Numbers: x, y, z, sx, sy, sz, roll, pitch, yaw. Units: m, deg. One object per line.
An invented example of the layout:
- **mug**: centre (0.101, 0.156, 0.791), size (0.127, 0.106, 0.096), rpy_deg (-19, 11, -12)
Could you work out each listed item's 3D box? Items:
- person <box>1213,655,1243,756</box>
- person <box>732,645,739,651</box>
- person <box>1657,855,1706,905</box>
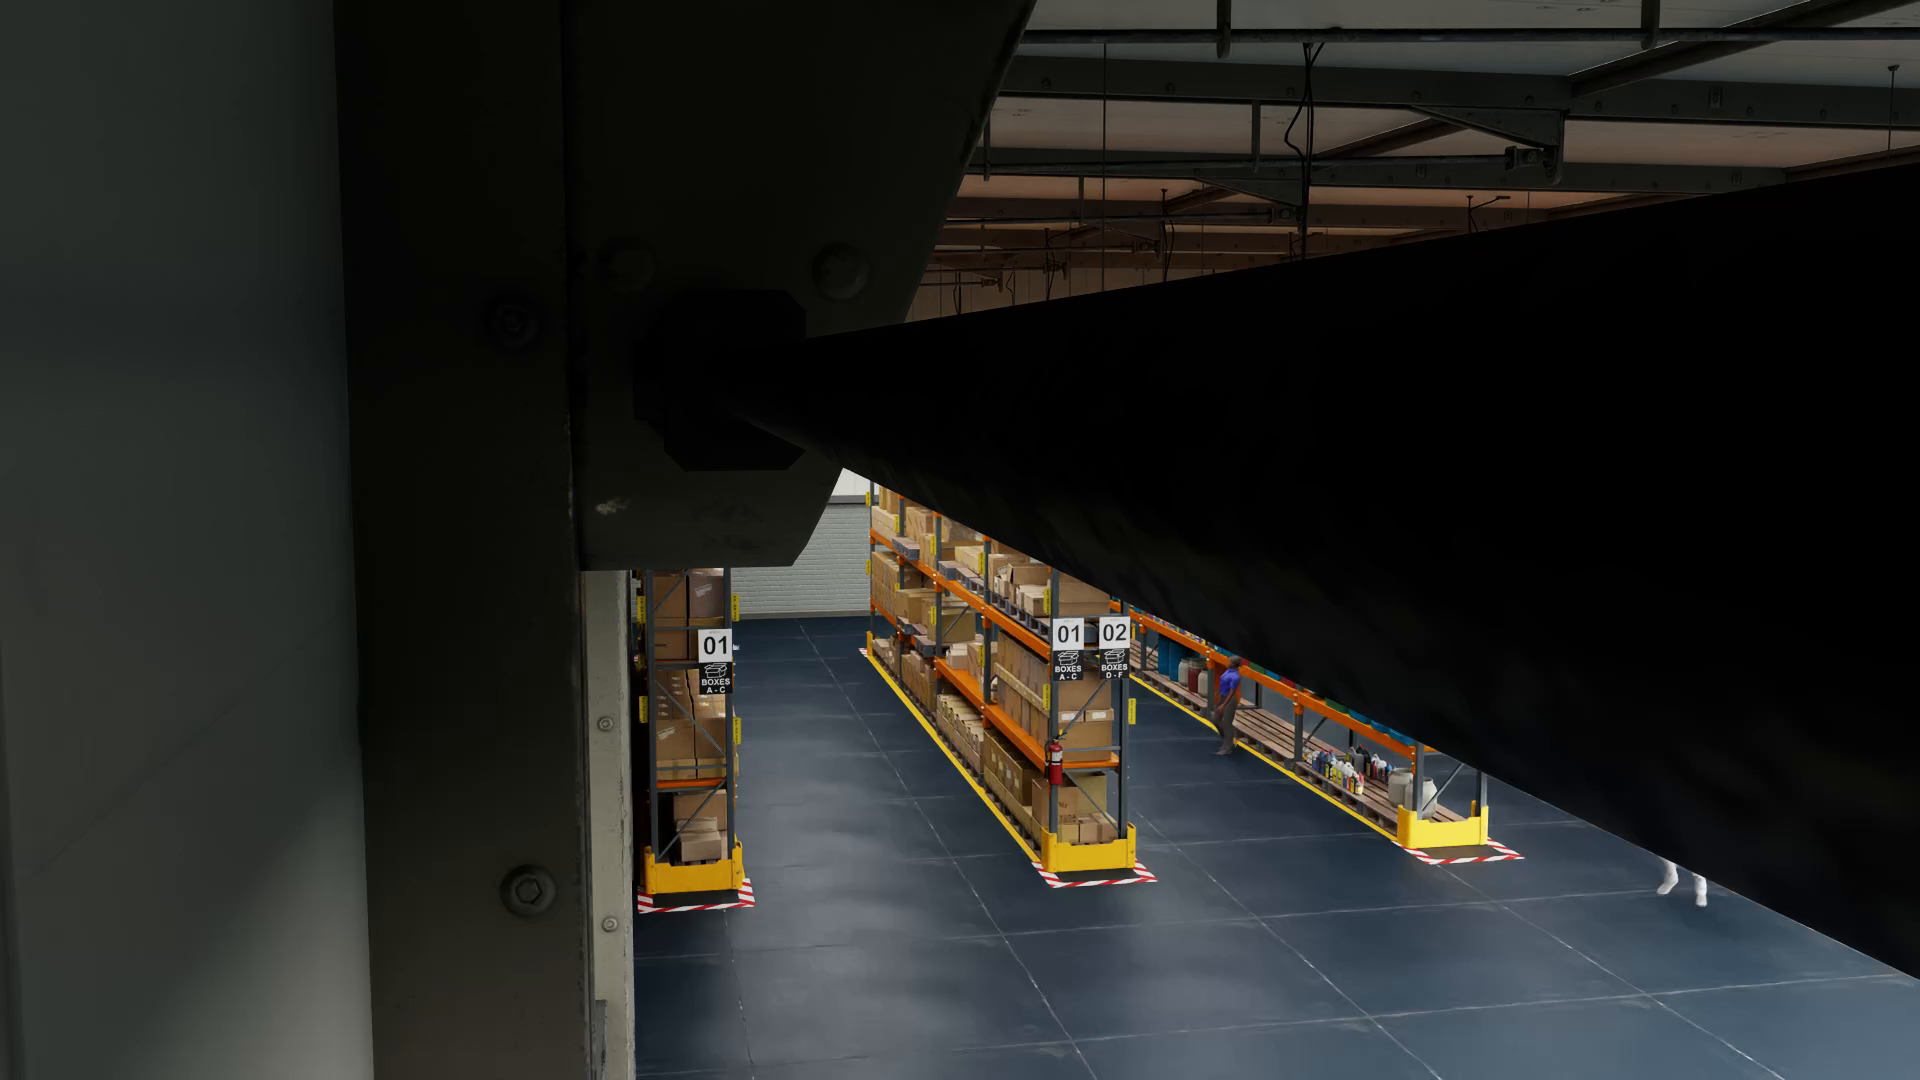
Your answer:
- **person**: centre (4.331, 2.696, 27.213), size (0.460, 1.681, 0.563), rpy_deg (-2, 6, -17)
- **person**: centre (-5.420, 1.689, 36.837), size (1.036, 1.618, 0.552), rpy_deg (1, 6, 12)
- **person**: centre (8.583, 3.443, 19.691), size (0.595, 1.683, 0.427), rpy_deg (5, 8, 40)
